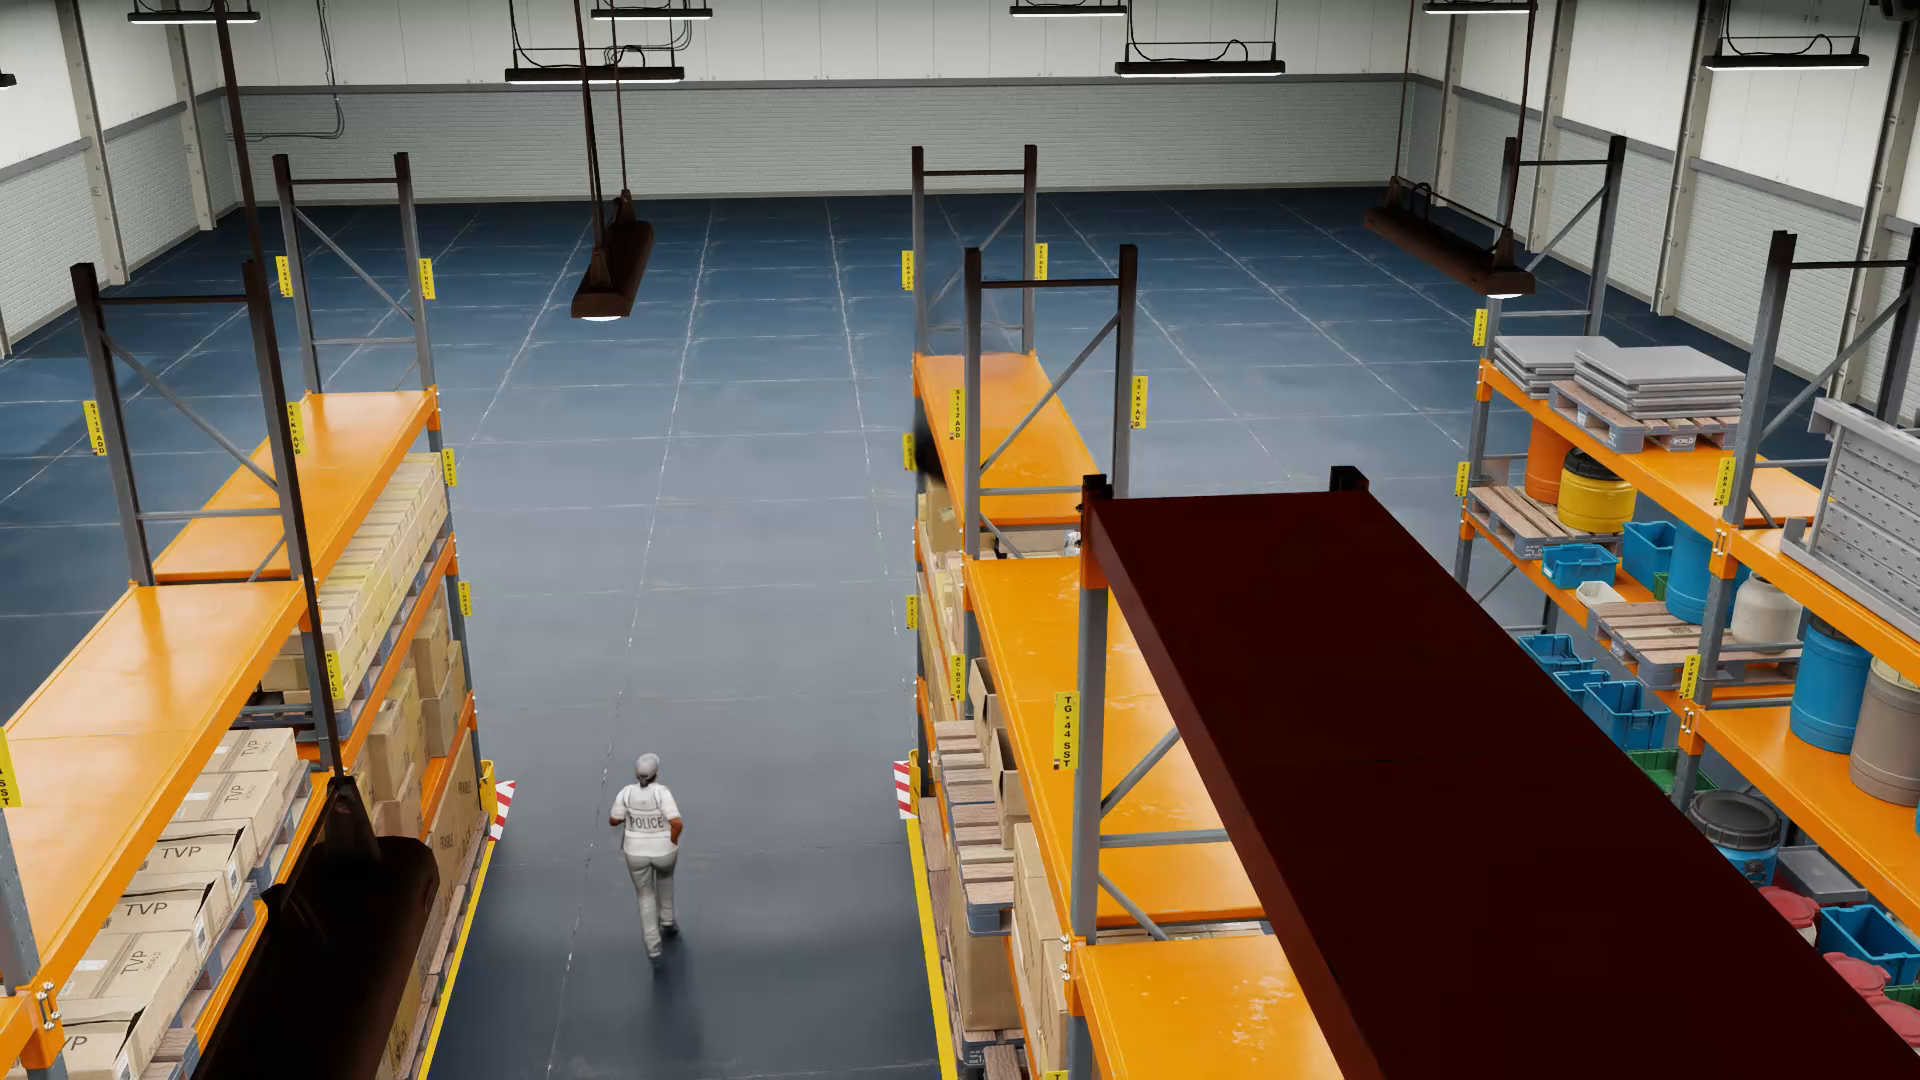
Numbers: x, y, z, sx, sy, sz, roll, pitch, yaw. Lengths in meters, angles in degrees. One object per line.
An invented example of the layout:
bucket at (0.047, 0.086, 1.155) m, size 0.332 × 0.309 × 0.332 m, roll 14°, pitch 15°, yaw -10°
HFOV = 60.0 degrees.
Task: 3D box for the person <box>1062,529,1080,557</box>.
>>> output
person at (1.235, 0.438, 18.186) m, size 0.593 × 1.743 × 0.658 m, roll 8°, pitch 23°, yaw 20°

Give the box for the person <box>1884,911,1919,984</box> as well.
person at (6.997, 2.821, 12.081) m, size 0.691 × 1.815 × 0.917 m, roll -5°, pitch 22°, yaw -12°

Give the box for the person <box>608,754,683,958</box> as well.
person at (-2.454, 2.501, 13.107) m, size 0.578 × 1.729 × 0.768 m, roll -4°, pitch 22°, yaw -9°
